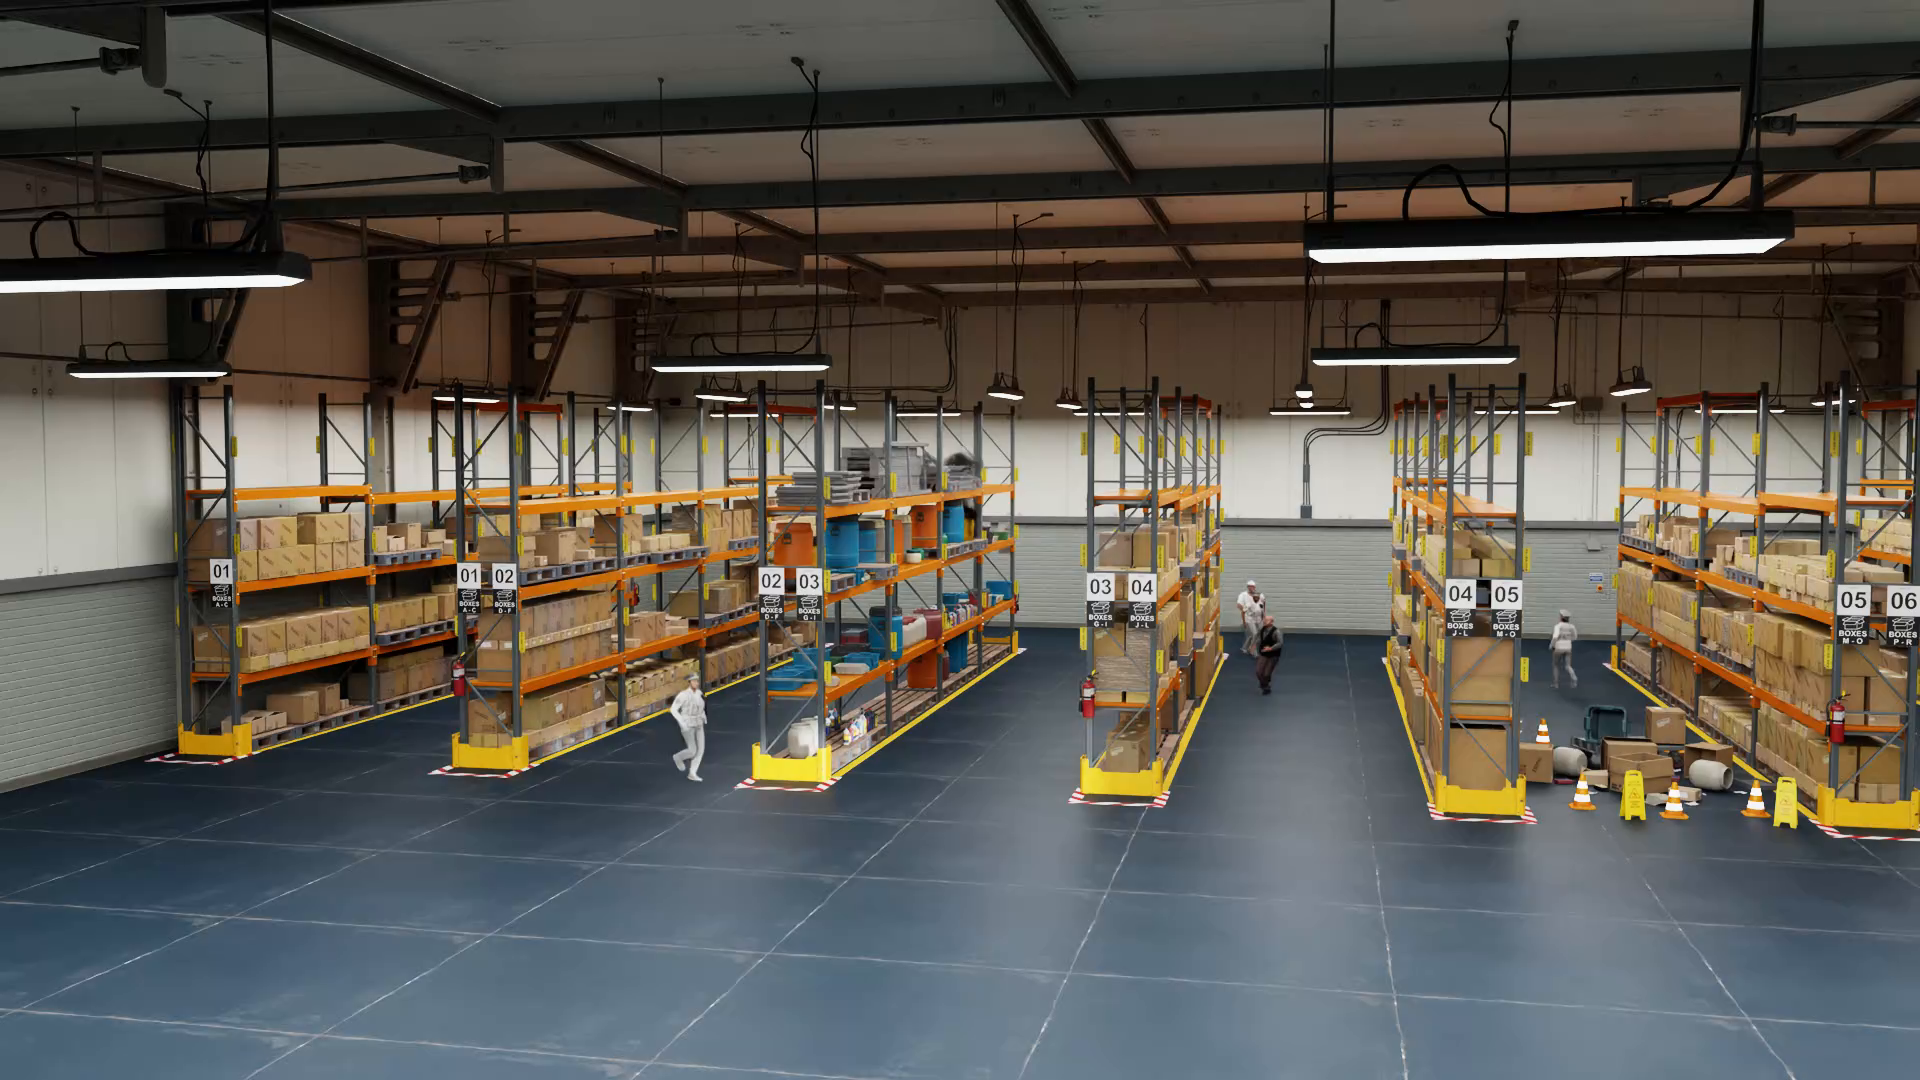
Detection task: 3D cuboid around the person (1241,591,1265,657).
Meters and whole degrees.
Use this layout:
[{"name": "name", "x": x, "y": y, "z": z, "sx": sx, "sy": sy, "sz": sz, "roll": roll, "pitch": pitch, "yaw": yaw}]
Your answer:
[{"name": "person", "x": 6.989, "y": 1.992, "z": 39.811, "sx": 0.533, "sy": 1.587, "sz": 0.928, "roll": -2, "pitch": 4, "yaw": -32}]

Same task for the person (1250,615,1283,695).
[{"name": "person", "x": 6.243, "y": 2.328, "z": 33.649, "sx": 0.741, "sy": 1.643, "sz": 0.574, "roll": 2, "pitch": 4, "yaw": 37}]

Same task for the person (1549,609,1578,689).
[{"name": "person", "x": 12.338, "y": 2.252, "z": 34.028, "sx": 0.610, "sy": 1.665, "sz": 0.830, "roll": 0, "pitch": 3, "yaw": -5}]

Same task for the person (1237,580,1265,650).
[{"name": "person", "x": 7.045, "y": 1.877, "z": 40.198, "sx": 0.677, "sy": 1.810, "sz": 0.825, "roll": 0, "pitch": 3, "yaw": 7}]

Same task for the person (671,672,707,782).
[{"name": "person", "x": -4.078, "y": 2.786, "z": 25.003, "sx": 0.609, "sy": 1.650, "sz": 0.635, "roll": 3, "pitch": 4, "yaw": 43}]
